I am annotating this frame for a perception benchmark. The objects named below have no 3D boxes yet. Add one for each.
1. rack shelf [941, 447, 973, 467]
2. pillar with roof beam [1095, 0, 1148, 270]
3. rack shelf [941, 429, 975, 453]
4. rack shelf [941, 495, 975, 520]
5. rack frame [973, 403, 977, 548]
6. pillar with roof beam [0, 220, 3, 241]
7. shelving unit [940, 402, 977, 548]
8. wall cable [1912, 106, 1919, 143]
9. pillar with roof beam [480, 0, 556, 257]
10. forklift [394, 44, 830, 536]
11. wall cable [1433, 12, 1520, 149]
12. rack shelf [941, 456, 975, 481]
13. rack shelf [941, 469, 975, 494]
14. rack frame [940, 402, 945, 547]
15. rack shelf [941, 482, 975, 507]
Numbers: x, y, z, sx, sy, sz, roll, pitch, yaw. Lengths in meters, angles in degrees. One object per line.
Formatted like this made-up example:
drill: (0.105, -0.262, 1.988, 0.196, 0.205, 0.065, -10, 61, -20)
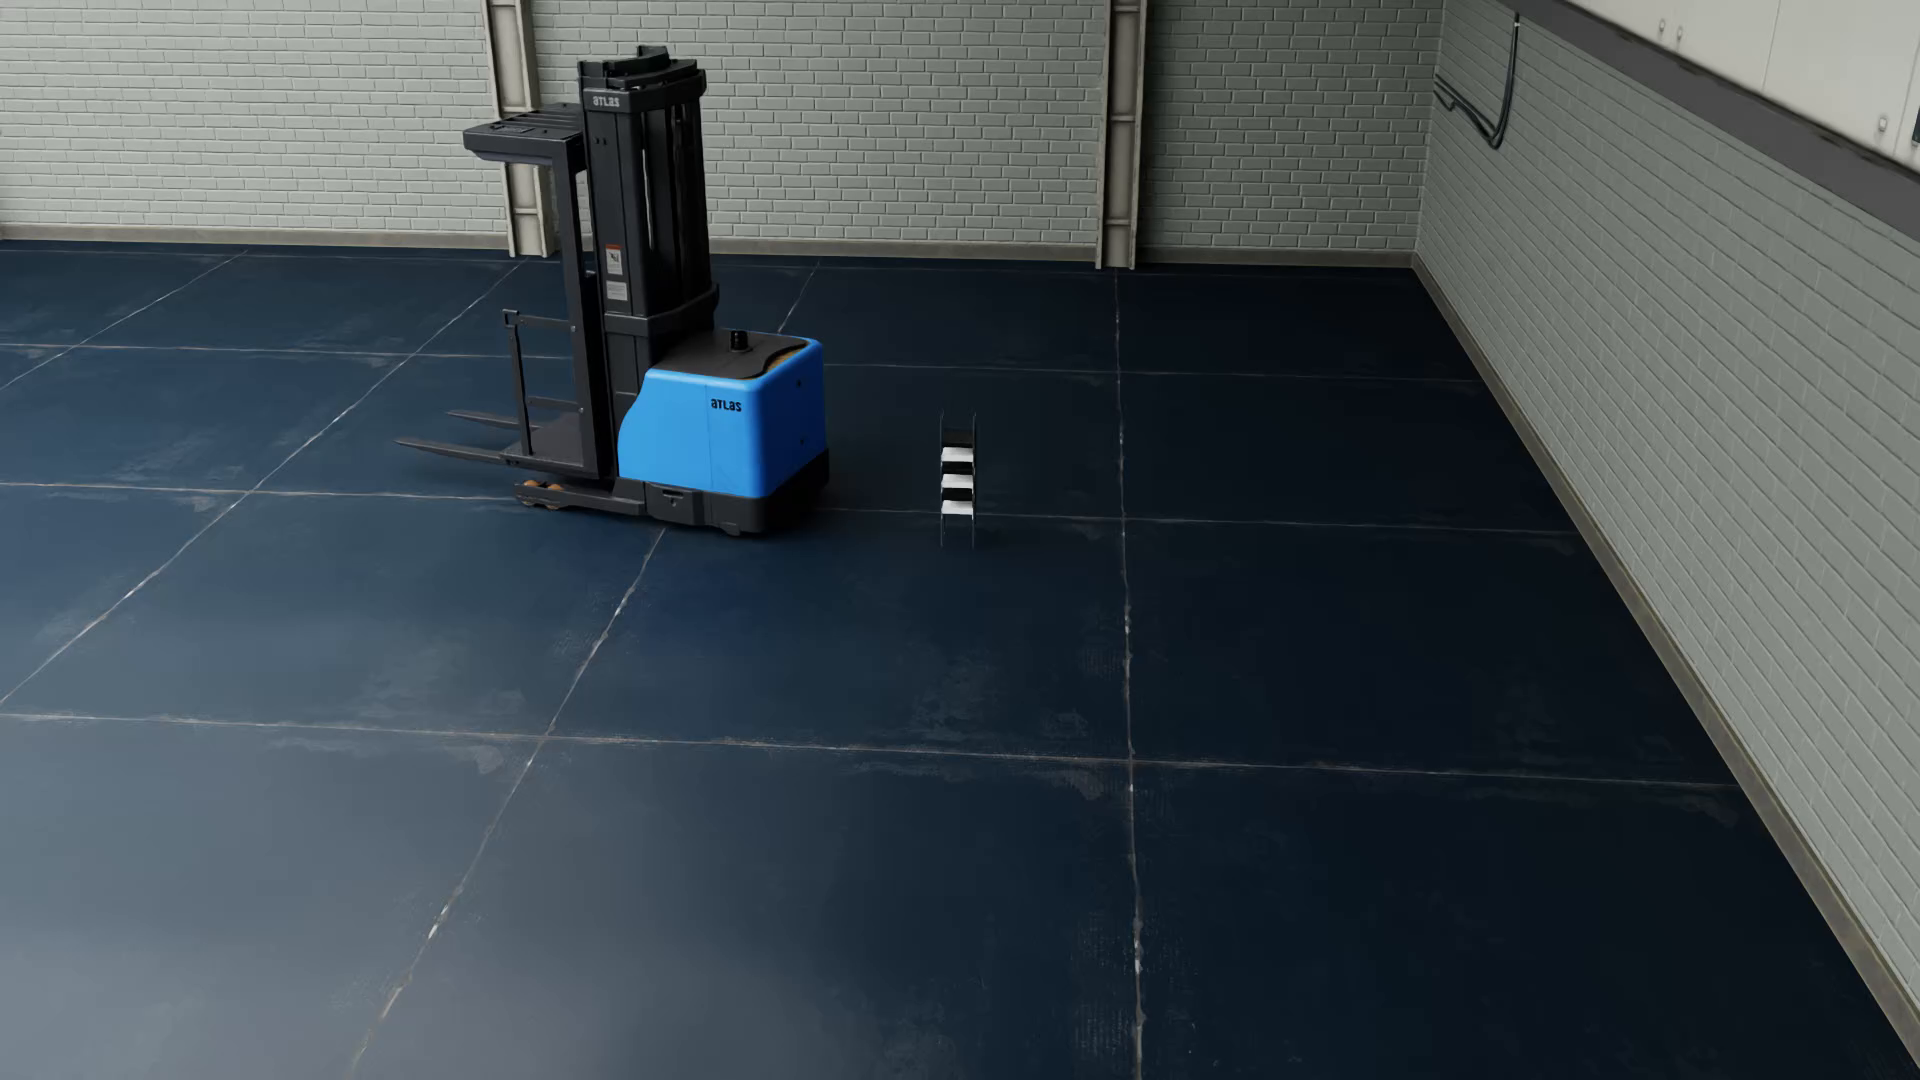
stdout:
rack shelf: (-0.008, -0.542, 10.501, 0.200, 0.077, 0.258, 2, 25, 4)
pillar with roof beam: (1.239, -5.069, 11.002, 0.400, 9.000, 9.100, 2, 25, 4)
rack shelf: (-0.008, -0.624, 10.464, 0.200, 0.077, 0.258, 2, 25, 4)
rack shelf: (-0.008, -0.215, 10.652, 0.200, 0.077, 0.258, 2, 25, 4)
rack frame: (0.093, -0.406, 10.555, 0.006, 0.900, 0.240, 2, 25, 4)
pillar with roof beam: (-10.726, -5.453, 11.836, 0.400, 9.000, 9.100, 2, 25, 4)
shelving unit: (-0.008, -0.409, 10.562, 0.210, 0.900, 0.258, 2, 25, 4)
wall cable: (3.662, -3.807, 4.190, 0.169, 6.003, 2.305, 2, 25, 4)
pillar with roof beam: (-4.744, -5.261, 11.419, 0.400, 9.000, 9.100, 2, 25, 4)
forklift: (-2.469, -1.730, 11.004, 3.031, 2.935, 1.130, 9, 26, 19)
wall cable: (4.404, -4.808, 14.148, 0.112, 2.526, 3.097, 2, 25, 4)
rack shelf: (-0.008, -0.461, 10.539, 0.200, 0.077, 0.258, 2, 25, 4)
rack shelf: (-0.008, -0.379, 10.576, 0.200, 0.077, 0.258, 2, 25, 4)
rack frame: (-0.109, -0.412, 10.570, 0.006, 0.900, 0.240, 2, 25, 4)
rack shelf: (-0.008, -0.297, 10.614, 0.200, 0.077, 0.258, 2, 25, 4)
